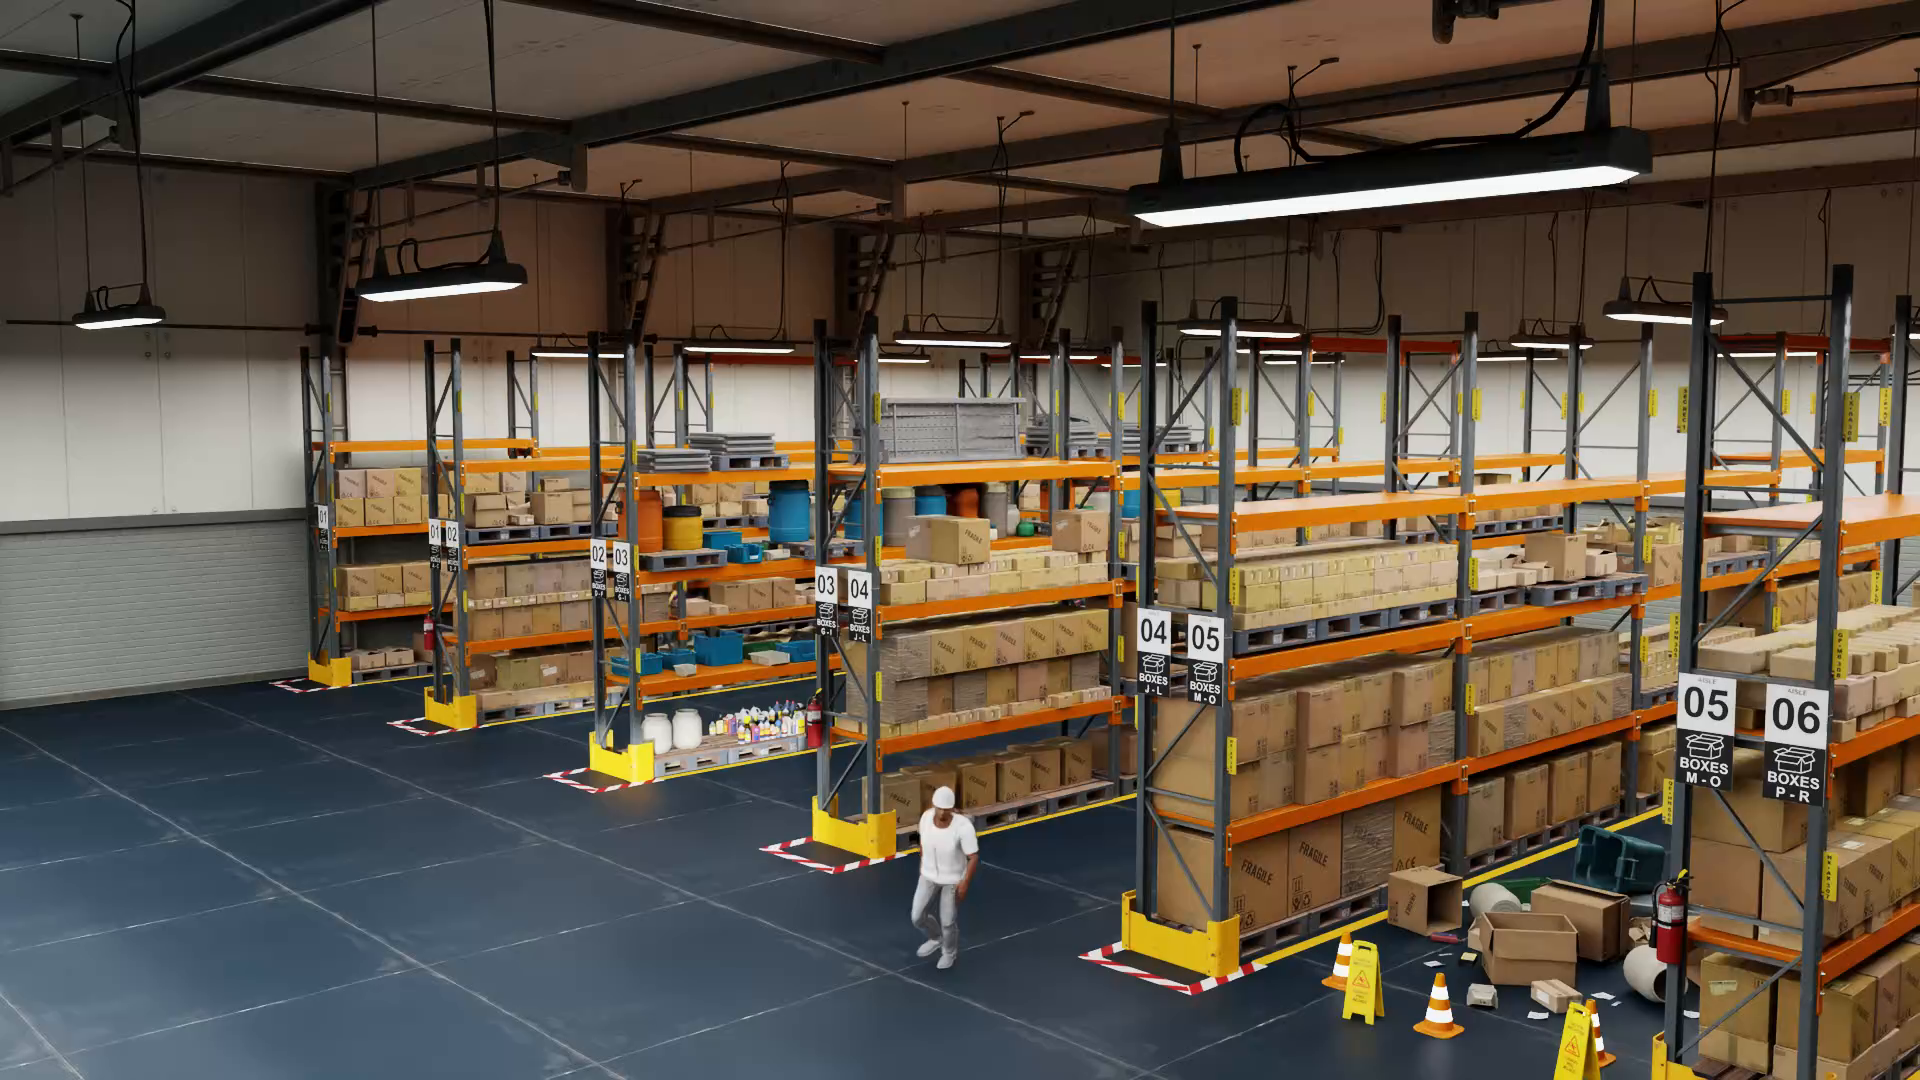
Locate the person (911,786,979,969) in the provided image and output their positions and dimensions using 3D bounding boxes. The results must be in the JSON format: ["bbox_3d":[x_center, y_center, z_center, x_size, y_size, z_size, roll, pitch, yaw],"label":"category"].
[{"bbox_3d":[-0.138,3.007,14.802,0.693,1.718,0.661,2,5,21],"label":"person"}]

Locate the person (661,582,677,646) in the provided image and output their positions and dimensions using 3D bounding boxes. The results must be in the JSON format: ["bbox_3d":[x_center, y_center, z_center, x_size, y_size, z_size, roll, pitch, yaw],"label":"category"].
[{"bbox_3d":[-5.461,1.549,31.561,0.691,1.712,0.689,3,6,33],"label":"person"}]
